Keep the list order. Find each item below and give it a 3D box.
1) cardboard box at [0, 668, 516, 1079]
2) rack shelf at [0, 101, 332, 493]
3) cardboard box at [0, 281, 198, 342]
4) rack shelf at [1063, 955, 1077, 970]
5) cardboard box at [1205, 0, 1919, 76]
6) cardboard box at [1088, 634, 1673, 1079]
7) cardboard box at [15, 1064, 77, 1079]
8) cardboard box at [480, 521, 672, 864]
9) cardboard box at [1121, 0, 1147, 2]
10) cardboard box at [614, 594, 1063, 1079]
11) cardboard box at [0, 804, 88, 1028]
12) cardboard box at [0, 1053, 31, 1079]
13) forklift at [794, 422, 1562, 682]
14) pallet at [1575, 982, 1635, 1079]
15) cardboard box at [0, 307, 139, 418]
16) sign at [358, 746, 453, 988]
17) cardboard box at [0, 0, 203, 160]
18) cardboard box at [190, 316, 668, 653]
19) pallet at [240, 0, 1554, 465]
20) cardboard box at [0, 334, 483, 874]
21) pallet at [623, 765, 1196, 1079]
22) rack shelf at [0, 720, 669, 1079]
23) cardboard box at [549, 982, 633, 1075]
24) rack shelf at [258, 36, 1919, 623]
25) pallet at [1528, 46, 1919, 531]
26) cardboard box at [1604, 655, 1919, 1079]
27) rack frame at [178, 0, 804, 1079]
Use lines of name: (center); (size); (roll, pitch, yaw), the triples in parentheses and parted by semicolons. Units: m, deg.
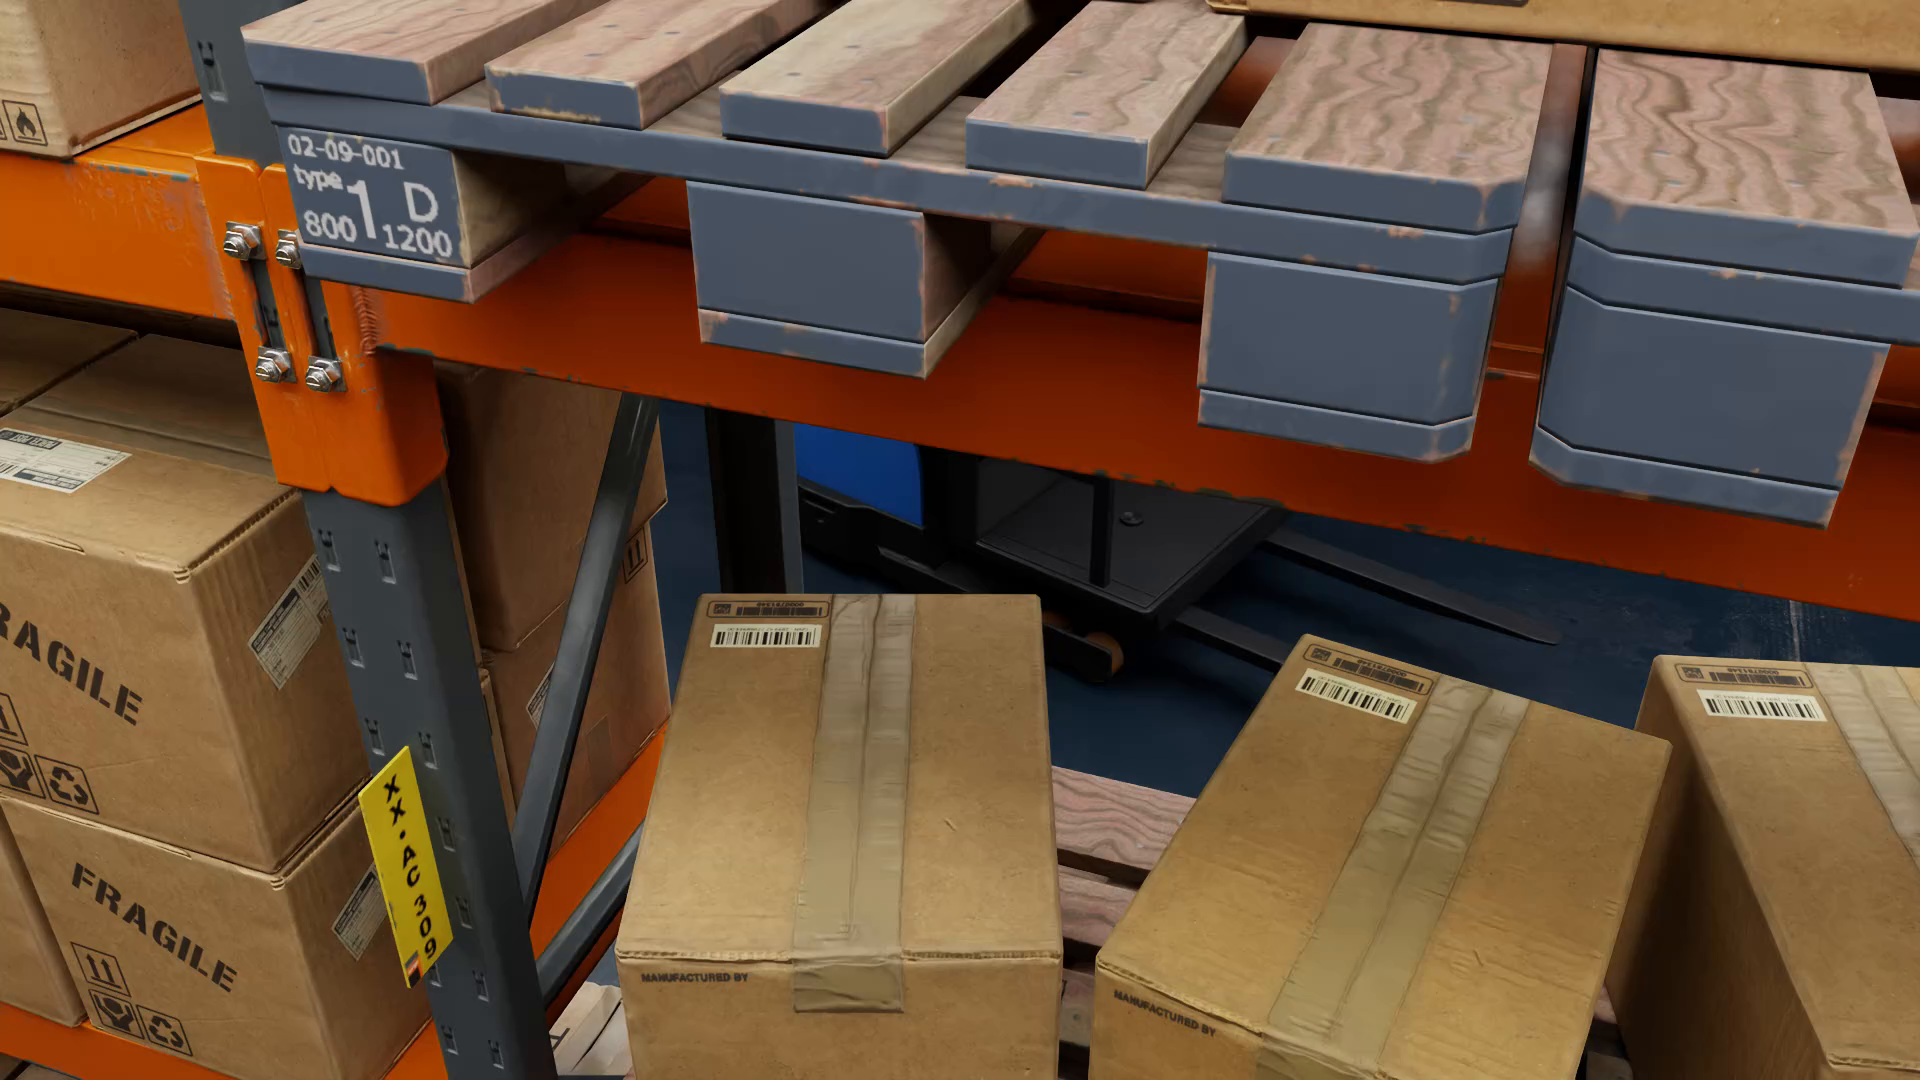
cardboard box: (-1.061, 0.490, 2.634); (0.500, 0.500, 0.500); (12, 35, 17)
rack shelf: (-2.387, -0.832, 2.671); (4.000, 0.370, 1.077); (11, 34, 16)
cardboard box: (-1.339, -0.294, 2.926); (0.500, 0.500, 0.500); (10, 34, 15)
rack shelf: (1.379, 1.160, 2.350); (4.000, 0.370, 1.077); (11, 34, 16)
cardboard box: (0.582, -0.788, 1.368); (0.600, 0.600, 0.600); (11, 34, 16)
cardboard box: (0.535, 0.568, 2.125); (0.500, 0.500, 0.700); (17, 36, 24)
cardboard box: (-1.842, 1.340, 3.482); (0.500, 0.311, 0.500); (11, 34, 16)
cardboard box: (-0.892, 0.218, 3.055); (0.500, 0.500, 0.500); (12, 35, 18)
cardboard box: (-0.055, -0.899, 1.539); (0.600, 0.600, 0.600); (8, 34, 12)
cardboard box: (-0.134, 0.475, 2.270); (0.500, 0.500, 0.700); (0, 33, 0)
cardboard box: (-1.547, 0.396, 2.779); (0.500, 0.500, 0.500); (12, 35, 18)
cardboard box: (-2.275, 1.015, 3.808); (0.637, 0.503, 0.797); (11, 34, 16)
forklift: (0.537, -1.088, 5.232); (3.031, 2.935, 1.130); (22, 39, 31)
pallet: (1.429, 0.951, 2.188); (1.213, 0.211, 1.003); (11, 34, 16)
cardboard box: (-1.551, -0.023, 2.506); (0.500, 0.500, 0.500); (10, 34, 16)
sign: (-0.680, 0.407, 2.056); (0.005, 0.325, 0.100); (11, 34, 16)
cardboard box: (-1.052, -0.658, 1.877); (0.500, 0.250, 0.500); (11, 34, 16)
cardboard box: (-0.853, -0.200, 2.780); (0.500, 0.500, 0.500); (12, 35, 18)
pallet: (0.086, -0.534, 1.719); (1.003, 0.211, 1.213); (11, 34, 16)
cardboard box: (-1.068, 0.070, 2.362); (0.500, 0.500, 0.500); (11, 34, 17)
pallet: (0.211, 0.775, 2.461); (1.213, 0.211, 1.003); (11, 34, 16)
rack shelf: (-2.387, 0.428, 3.484); (4.000, 0.370, 1.077); (11, 34, 16)
cardboard box: (-0.826, 1.250, 3.622); (0.500, 0.311, 0.500); (11, 34, 16)
rack shelf: (1.379, -0.100, 1.537); (4.000, 0.370, 1.077); (11, 34, 16)
pallet: (1.063, -0.346, 1.428); (1.003, 0.211, 1.213); (11, 34, 16)
cardboard box: (1.180, 0.566, 2.129); (0.500, 0.500, 0.700); (3, 33, 4)
rack frame: (-0.505, 0.494, 2.720); (0.053, 2.616, 0.949); (11, 34, 16)
